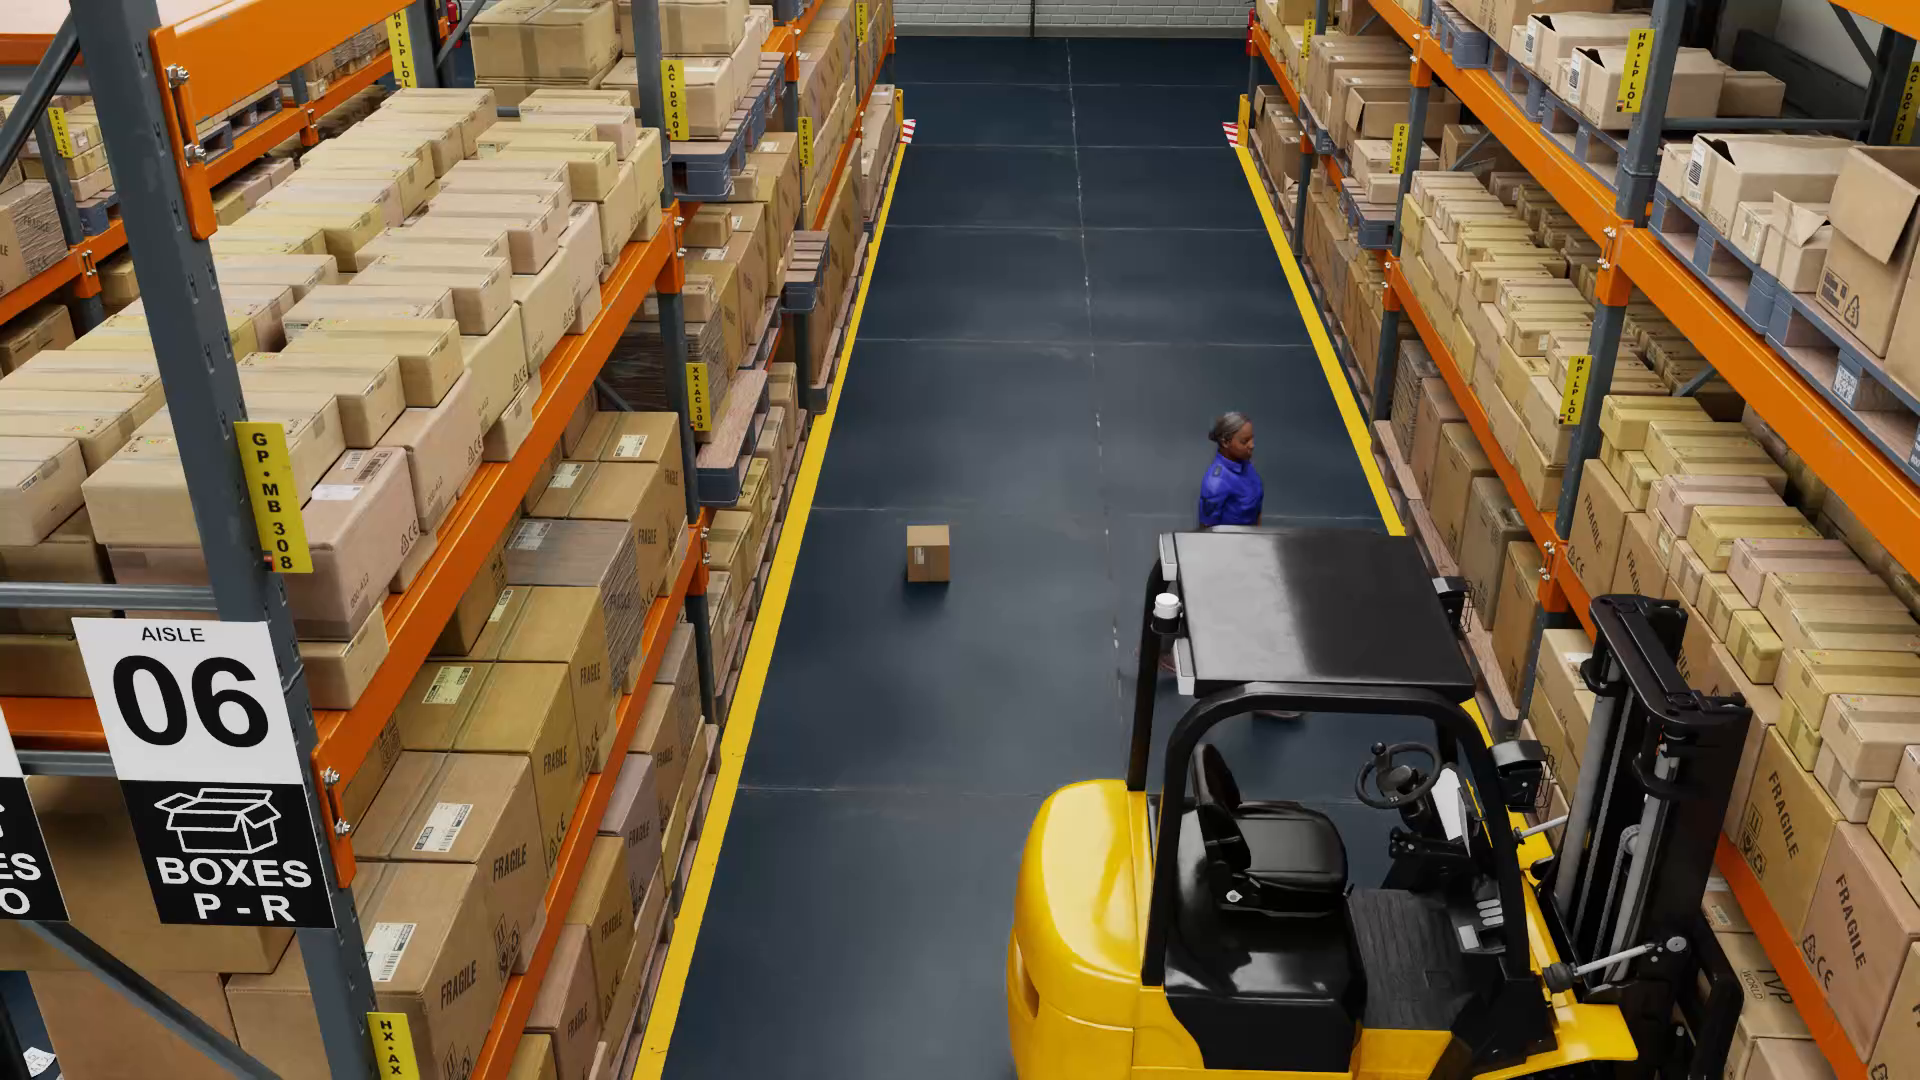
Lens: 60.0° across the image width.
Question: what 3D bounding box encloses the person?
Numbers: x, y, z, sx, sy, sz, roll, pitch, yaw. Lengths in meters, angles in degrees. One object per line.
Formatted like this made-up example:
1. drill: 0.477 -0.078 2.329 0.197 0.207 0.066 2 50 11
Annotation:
1. person: 1.380 0.090 8.453 0.951 1.612 0.441 10 30 19
